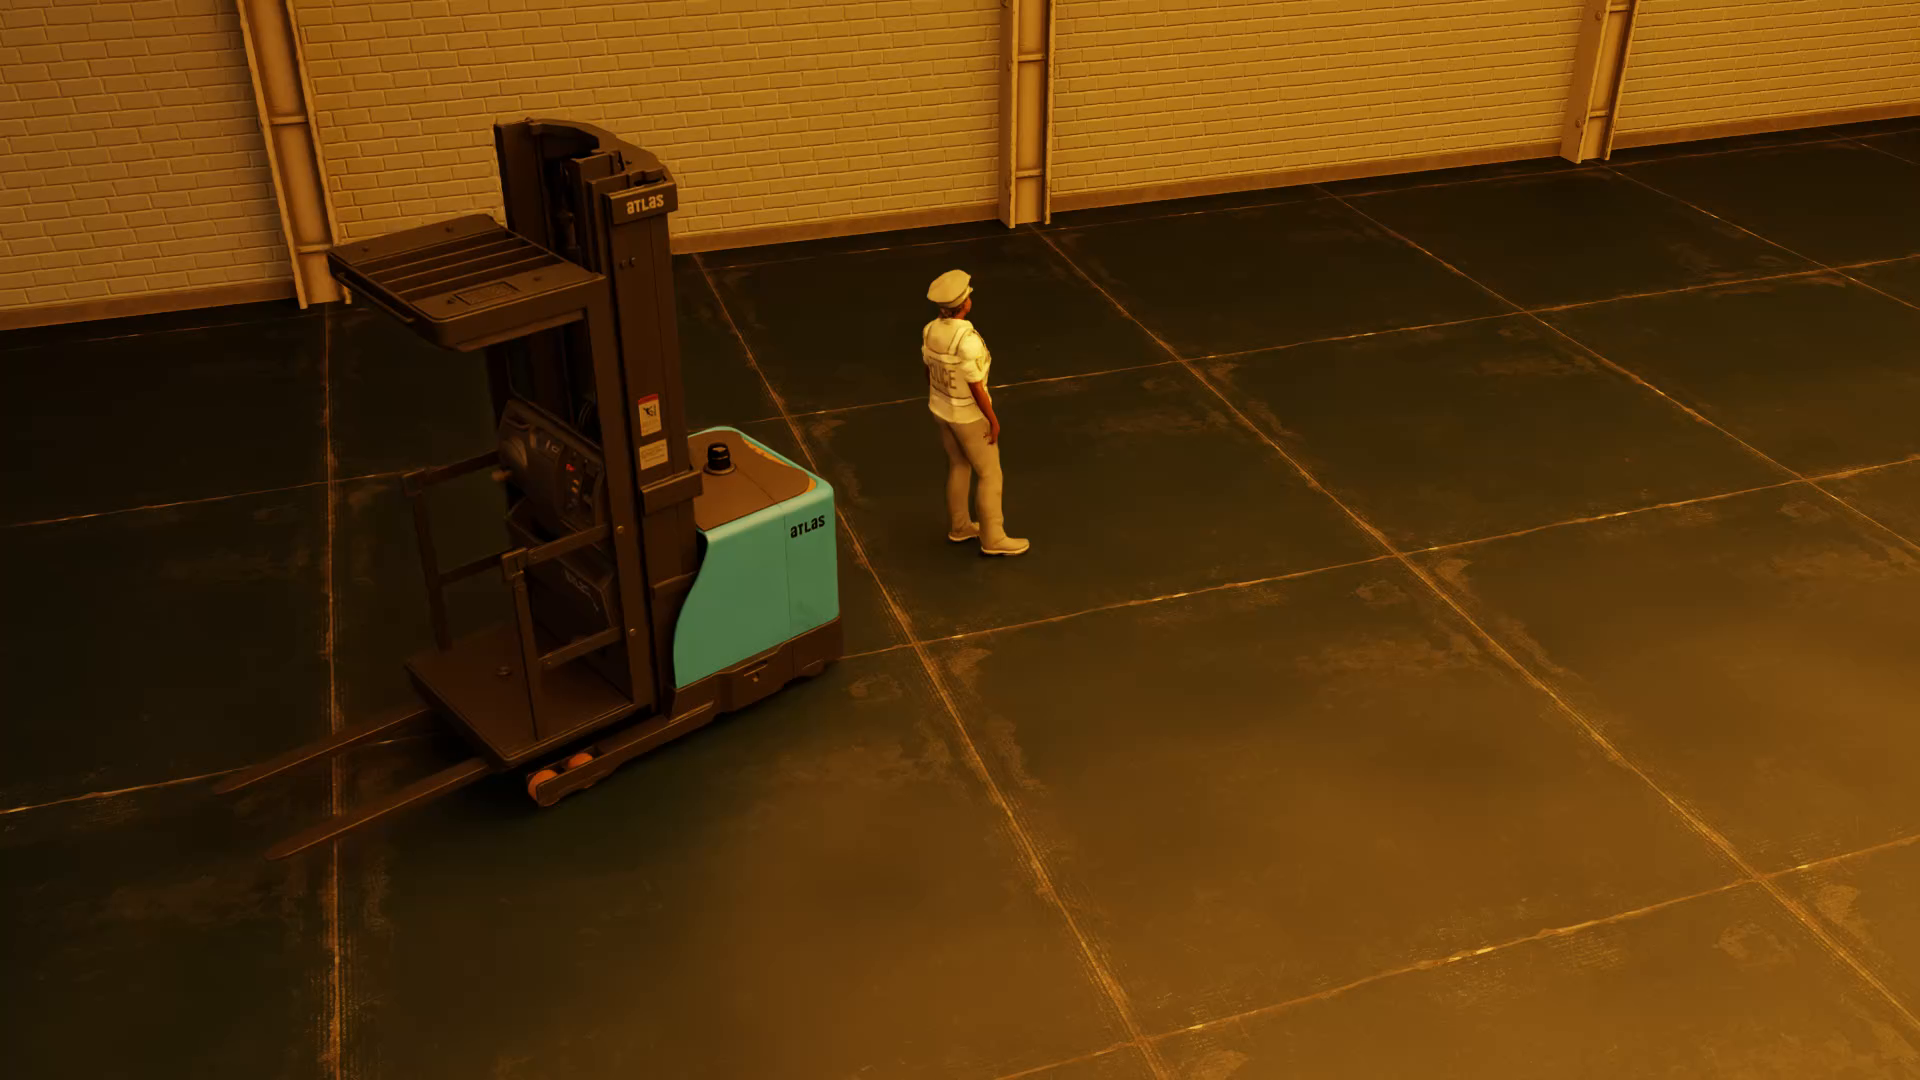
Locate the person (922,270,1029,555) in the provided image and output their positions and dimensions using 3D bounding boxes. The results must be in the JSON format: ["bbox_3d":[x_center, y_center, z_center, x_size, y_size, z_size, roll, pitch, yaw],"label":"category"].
[{"bbox_3d":[0.063,-0.731,9.608,0.440,1.693,0.641,-22,37,-34],"label":"person"}]

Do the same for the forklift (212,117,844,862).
[{"bbox_3d":[-2.063,-0.313,7.631,3.031,2.935,1.130,-23,37,-35],"label":"forklift"}]
